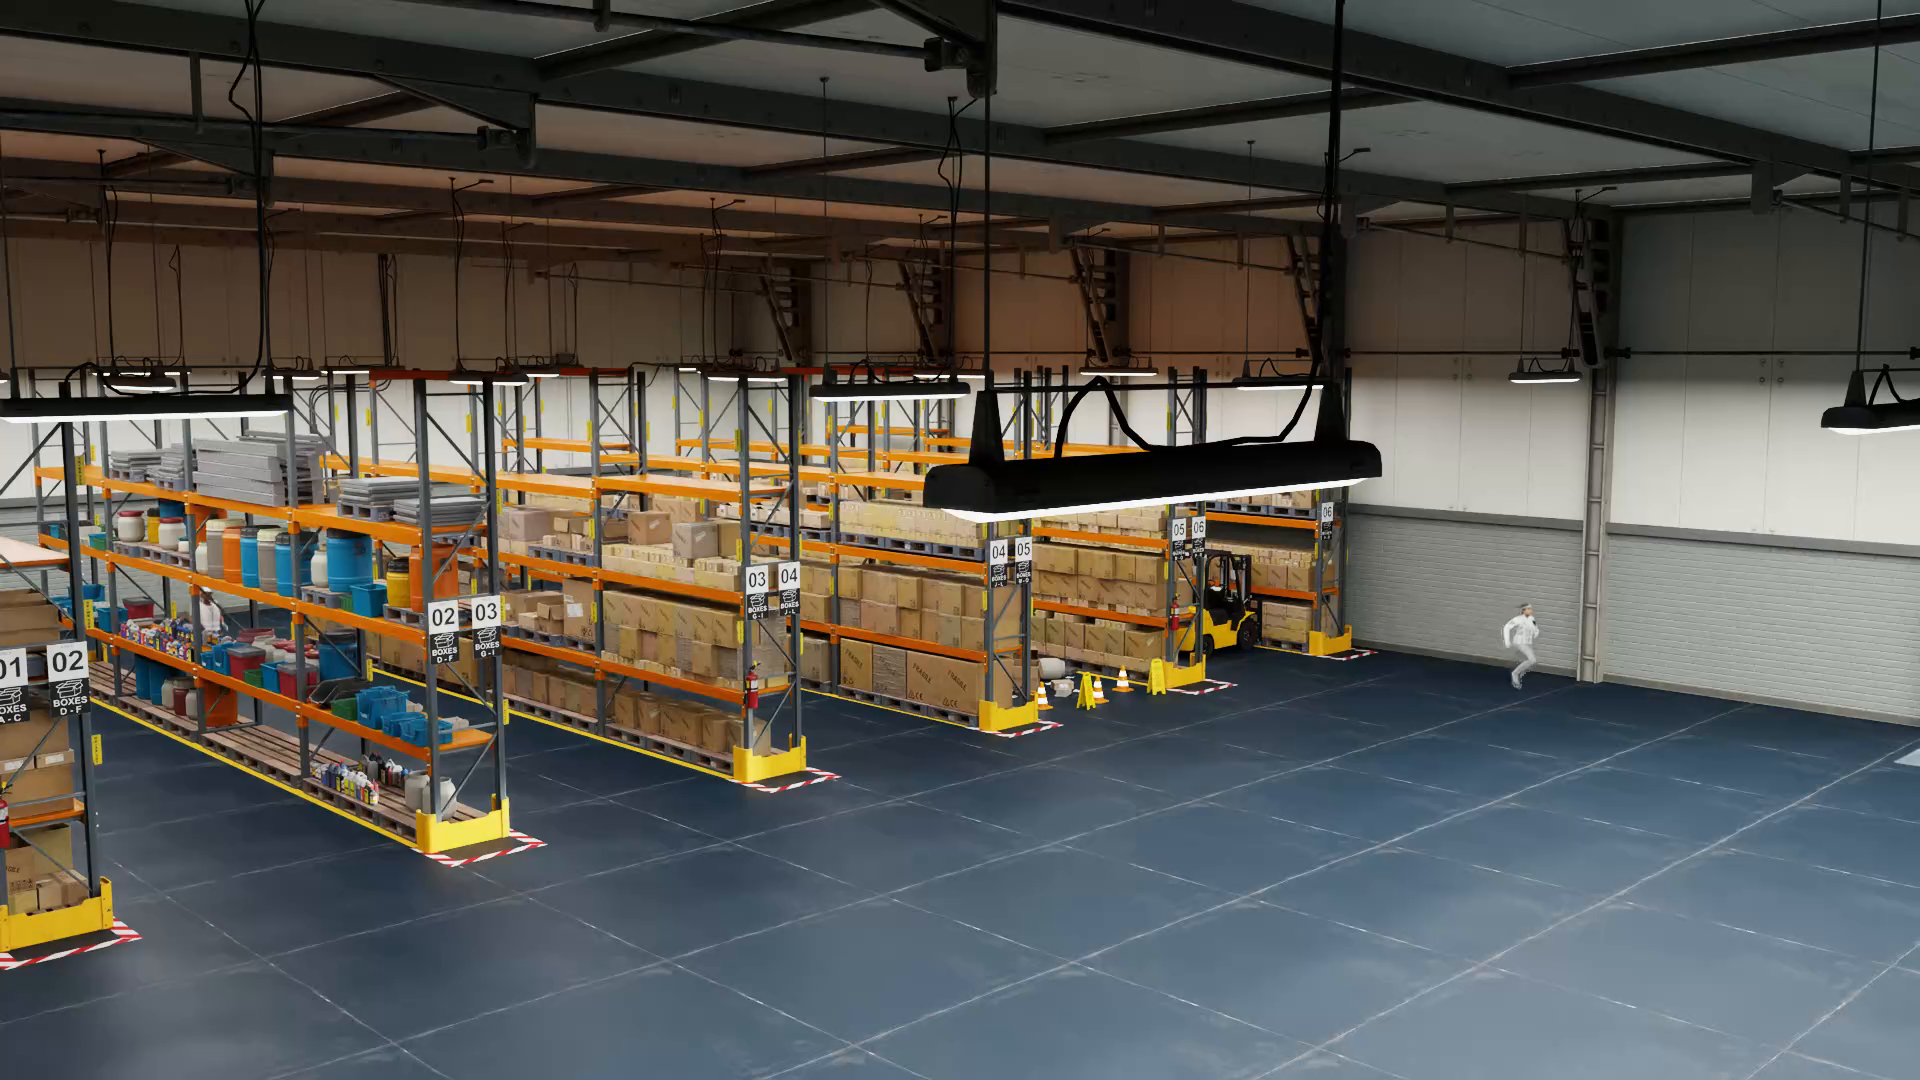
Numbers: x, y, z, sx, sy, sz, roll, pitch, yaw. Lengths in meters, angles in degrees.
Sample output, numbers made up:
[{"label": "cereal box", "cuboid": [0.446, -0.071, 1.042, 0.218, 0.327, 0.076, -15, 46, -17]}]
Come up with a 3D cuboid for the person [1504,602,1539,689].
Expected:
[{"label": "person", "cuboid": [10.674, 1.988, 31.378, 0.687, 1.650, 0.517, -5, 8, -40]}]

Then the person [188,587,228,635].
[{"label": "person", "cuboid": [-14.787, 1.791, 32.679, 0.616, 1.740, 0.683, 5, 8, 38]}]

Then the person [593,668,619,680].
[{"label": "person", "cuboid": [-6.648, 1.878, 31.659, 0.924, 1.765, 0.703, 6, 9, 43]}]
